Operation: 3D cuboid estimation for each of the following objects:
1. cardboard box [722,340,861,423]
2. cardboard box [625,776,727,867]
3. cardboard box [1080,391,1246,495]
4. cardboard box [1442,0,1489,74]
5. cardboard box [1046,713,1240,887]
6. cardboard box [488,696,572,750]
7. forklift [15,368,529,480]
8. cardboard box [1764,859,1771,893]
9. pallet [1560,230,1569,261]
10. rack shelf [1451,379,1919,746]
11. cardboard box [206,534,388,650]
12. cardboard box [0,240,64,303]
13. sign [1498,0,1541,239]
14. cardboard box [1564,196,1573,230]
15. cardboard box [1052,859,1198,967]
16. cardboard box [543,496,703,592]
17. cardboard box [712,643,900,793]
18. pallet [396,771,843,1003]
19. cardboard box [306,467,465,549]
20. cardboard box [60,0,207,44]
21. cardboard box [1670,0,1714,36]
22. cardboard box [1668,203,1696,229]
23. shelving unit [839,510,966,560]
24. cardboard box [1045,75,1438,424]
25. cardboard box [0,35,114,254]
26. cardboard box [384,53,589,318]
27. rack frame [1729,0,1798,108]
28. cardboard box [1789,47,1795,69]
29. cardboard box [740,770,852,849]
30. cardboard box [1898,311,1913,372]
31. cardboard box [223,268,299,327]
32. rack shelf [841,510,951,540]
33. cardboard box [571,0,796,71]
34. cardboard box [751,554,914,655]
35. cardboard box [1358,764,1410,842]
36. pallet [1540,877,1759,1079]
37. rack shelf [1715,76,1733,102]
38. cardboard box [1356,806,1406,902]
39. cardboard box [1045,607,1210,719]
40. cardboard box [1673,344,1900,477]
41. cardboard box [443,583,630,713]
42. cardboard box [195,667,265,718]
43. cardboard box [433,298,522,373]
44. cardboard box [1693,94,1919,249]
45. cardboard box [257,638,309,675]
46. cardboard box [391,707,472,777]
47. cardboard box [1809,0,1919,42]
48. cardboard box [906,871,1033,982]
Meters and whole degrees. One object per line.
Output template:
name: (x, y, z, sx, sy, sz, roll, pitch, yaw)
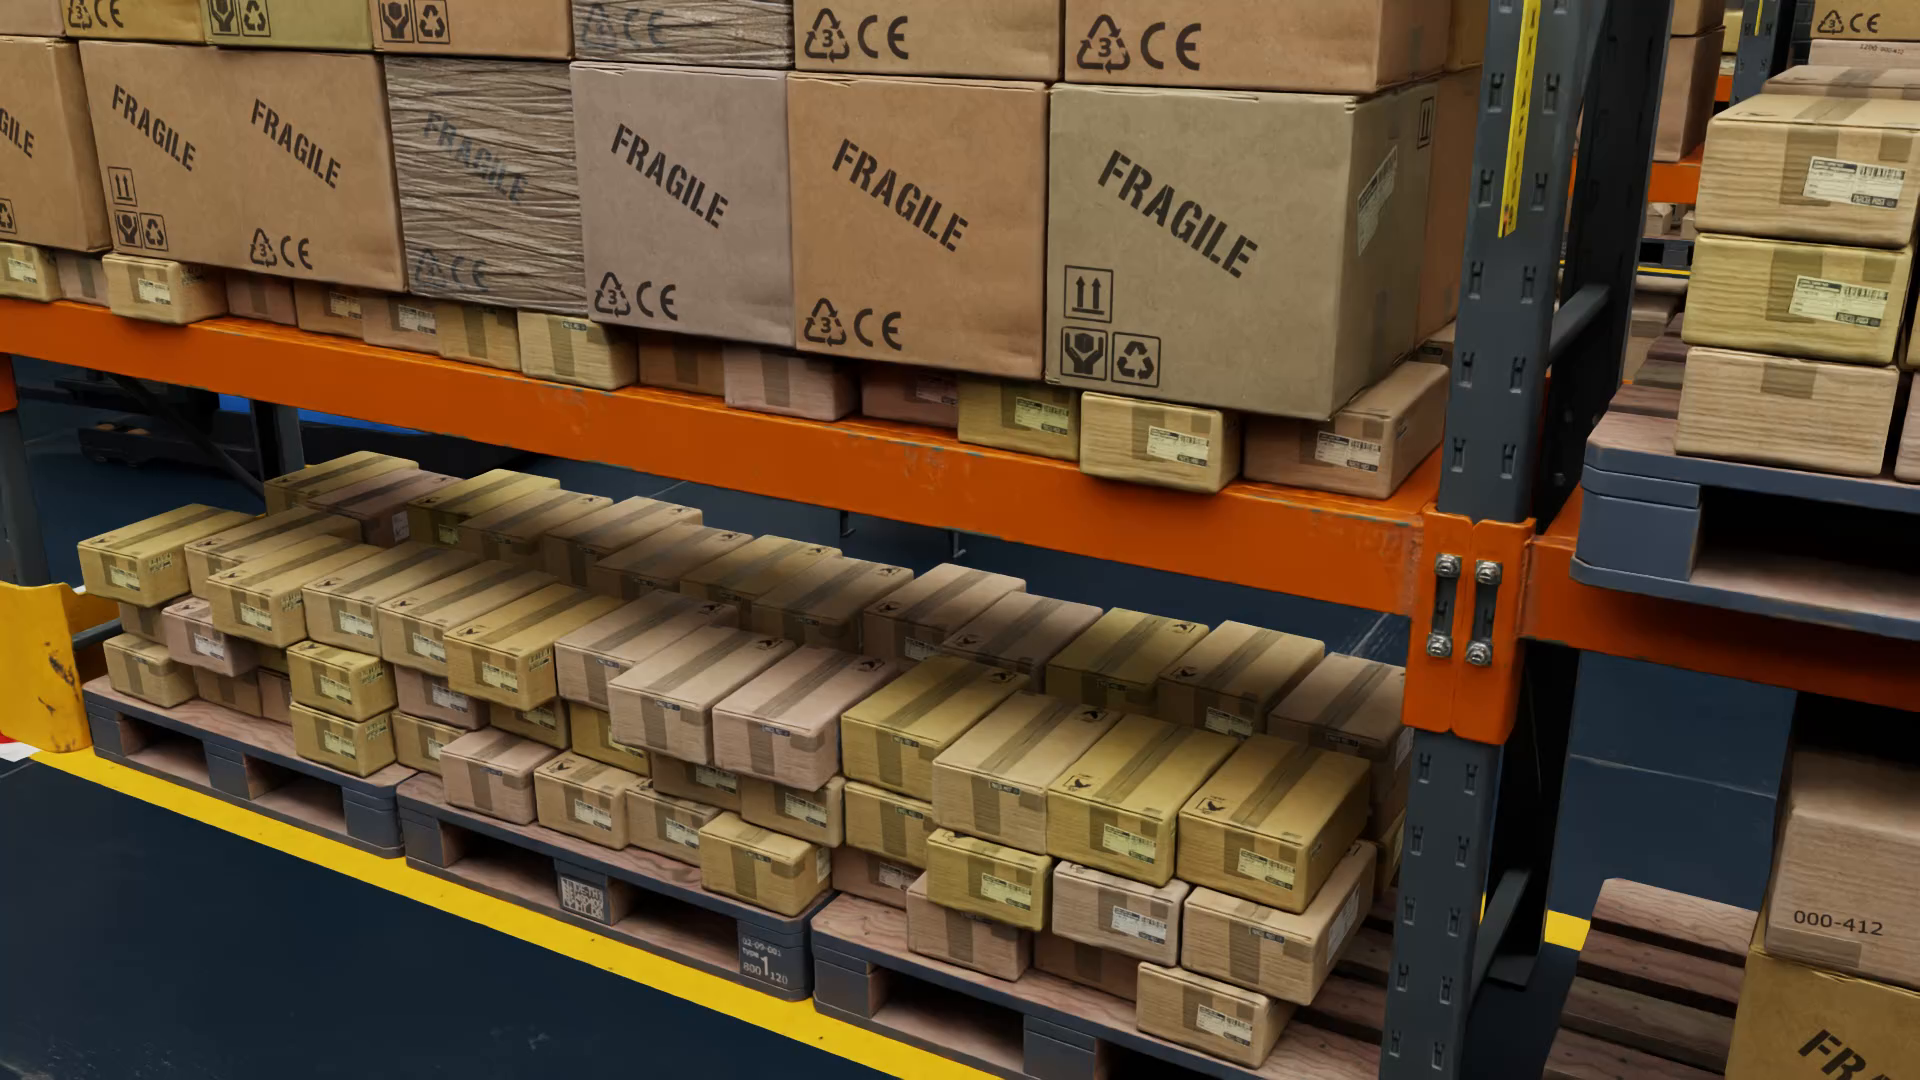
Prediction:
cardboard box: (-0.268, -0.367, 3.346, 0.250, 0.149, 0.380, 10, 22, 25)
cardboard box: (-0.564, 0.595, 3.890, 0.250, 0.149, 0.380, 11, 23, 28)
cardboard box: (0.401, -0.218, 2.937, 0.250, 0.149, 0.380, 10, 22, 26)
cardboard box: (0.768, -1.153, 3.095, 0.500, 0.500, 0.500, 11, 23, 29)
cardboard box: (0.363, 0.503, 3.273, 0.250, 0.149, 0.380, 11, 23, 28)
cardboard box: (-0.943, 0.353, 4.121, 0.250, 0.149, 0.380, 12, 23, 30)
forklift: (-3.314, -1.851, 7.171, 3.031, 2.935, 1.130, 8, 21, 21)
cardboard box: (1.812, 0.678, 3.148, 0.500, 0.500, 0.500, 10, 22, 26)
pallet: (4.118, -2.323, 12.460, 1.213, 0.211, 1.003, 11, 23, 27)
rack shelf: (2.789, 0.323, 2.132, 4.000, 0.370, 1.077, 11, 23, 27)
cardboard box: (-1.701, 0.128, 4.306, 0.250, 0.149, 0.380, 11, 23, 27)
cardboard box: (-2.326, -0.744, 4.385, 0.250, 0.149, 0.380, 11, 22, 27)
sign: (0.785, -0.592, 2.330, 0.005, 0.325, 0.100, 11, 23, 27)
cardboard box: (4.415, -2.548, 12.041, 0.500, 0.500, 0.700, 10, 22, 25)
cardboard box: (0.371, 0.656, 3.287, 0.250, 0.149, 0.380, 10, 22, 25)
cardboard box: (-0.927, 0.016, 4.613, 0.250, 0.149, 0.380, 12, 23, 29)
cardboard box: (-0.328, 0.379, 3.613, 0.250, 0.149, 0.380, 10, 22, 25)
pallet: (-0.630, 0.659, 4.239, 1.213, 0.211, 1.003, 11, 23, 27)
cardboard box: (-1.672, -0.079, 4.876, 0.250, 0.149, 0.380, 11, 23, 28)
cardboard box: (-1.743, -1.435, 3.872, 0.500, 0.500, 0.500, 12, 23, 29)
cardboard box: (2.822, -2.352, 6.837, 0.500, 0.500, 0.500, 11, 22, 27)
cardboard box: (5.325, -2.431, 11.994, 0.500, 0.311, 0.500, 12, 23, 29)
shelving unit: (-0.145, -1.015, 6.083, 0.503, 2.100, 0.431, 11, 23, 27)
cardboard box: (0.483, -0.531, 2.848, 0.500, 0.500, 0.500, 11, 23, 27)
cardboard box: (-2.192, -1.043, 4.260, 0.500, 0.500, 0.500, 12, 23, 30)
cardboard box: (-0.843, -0.794, 3.572, 0.500, 0.500, 0.500, 10, 22, 26)
rack frame: (3.369, -1.839, 7.035, 0.127, 3.000, 1.000, 11, 23, 27)
cardboard box: (5.626, -3.336, 11.532, 0.250, 0.149, 0.380, 11, 23, 27)
cardboard box: (-0.275, 0.509, 3.692, 0.250, 0.149, 0.380, 11, 23, 29)
cardboard box: (1.713, -0.377, 2.759, 0.250, 0.149, 0.380, 11, 23, 28)
cardboard box: (-1.582, -0.651, 4.129, 0.250, 0.149, 0.380, 12, 23, 30)
rack shelf: (-0.145, -0.344, 6.326, 0.480, 0.518, 0.431, 11, 23, 27)
cardboard box: (-0.393, -1.176, 3.160, 0.500, 0.500, 0.500, 11, 23, 29)
cardboard box: (-0.312, 0.181, 4.159, 0.250, 0.149, 0.380, 10, 22, 25)
cardboard box: (0.883, 0.499, 3.719, 0.250, 0.149, 0.380, 12, 23, 30)
pallet: (1.723, 1.092, 3.046, 1.213, 0.211, 1.003, 11, 23, 27)
rack shelf: (4.040, -3.311, 12.150, 4.000, 0.370, 1.077, 11, 23, 27)
cardboard box: (0.882, 0.638, 3.771, 0.250, 0.149, 0.380, 10, 22, 25)
cardboard box: (0.387, 0.305, 3.818, 0.250, 0.149, 0.380, 10, 22, 27)
cardboard box: (1.163, -0.225, 2.339, 0.250, 0.149, 0.380, 10, 22, 25)
cardboard box: (-0.999, 0.251, 3.967, 0.250, 0.149, 0.380, 11, 23, 28)
cardboard box: (-1.879, 0.331, 4.619, 0.250, 0.149, 0.380, 11, 23, 27)
cardboard box: (-0.939, -0.500, 3.712, 0.250, 0.149, 0.380, 12, 23, 29)
cardboard box: (1.163, -0.505, 2.238, 0.250, 0.149, 0.380, 12, 23, 30)
cardboard box: (-1.649, 0.230, 4.461, 0.250, 0.149, 0.380, 11, 23, 28)
cardboard box: (-1.220, 0.459, 4.265, 0.250, 0.149, 0.380, 11, 23, 27)
cardboard box: (3.613, -2.197, 6.410, 0.500, 0.500, 0.500, 11, 23, 28)
cardboard box: (0.086, 0.738, 3.497, 0.250, 0.149, 0.380, 10, 22, 26)
